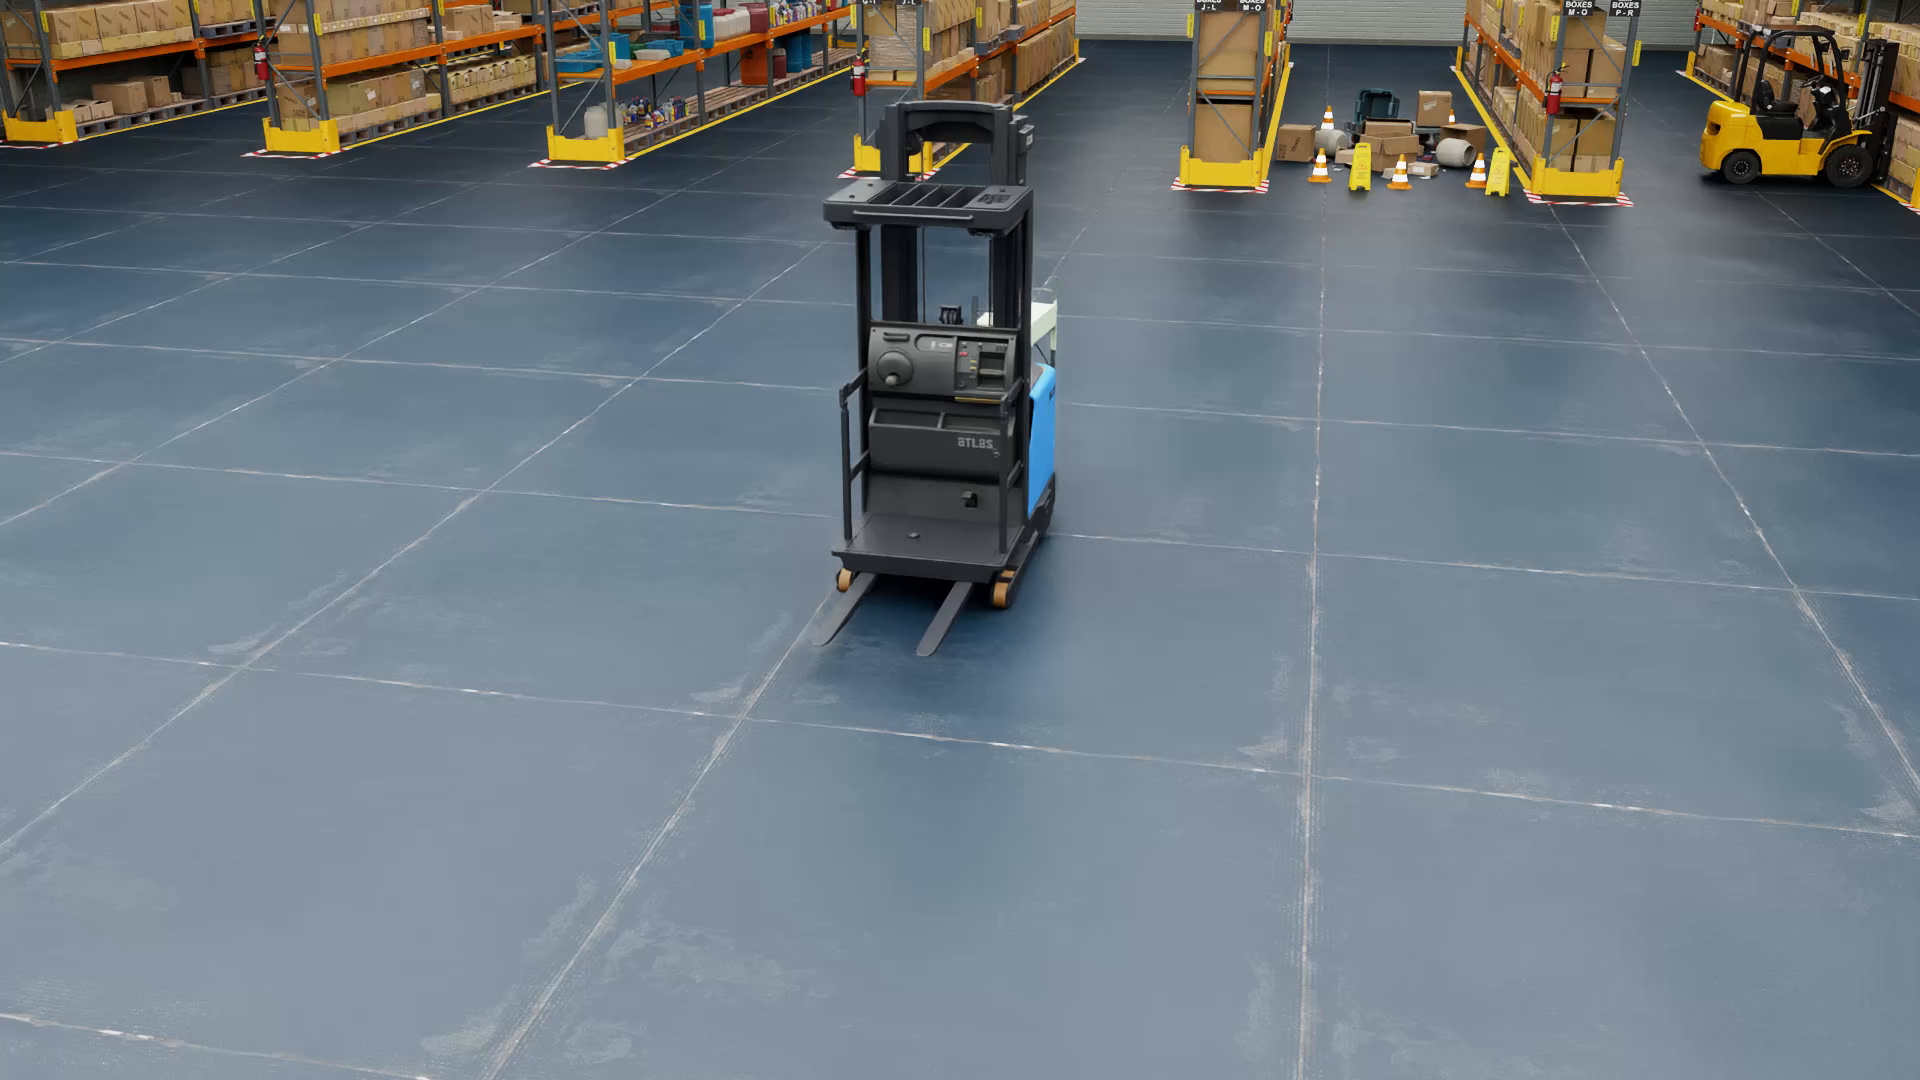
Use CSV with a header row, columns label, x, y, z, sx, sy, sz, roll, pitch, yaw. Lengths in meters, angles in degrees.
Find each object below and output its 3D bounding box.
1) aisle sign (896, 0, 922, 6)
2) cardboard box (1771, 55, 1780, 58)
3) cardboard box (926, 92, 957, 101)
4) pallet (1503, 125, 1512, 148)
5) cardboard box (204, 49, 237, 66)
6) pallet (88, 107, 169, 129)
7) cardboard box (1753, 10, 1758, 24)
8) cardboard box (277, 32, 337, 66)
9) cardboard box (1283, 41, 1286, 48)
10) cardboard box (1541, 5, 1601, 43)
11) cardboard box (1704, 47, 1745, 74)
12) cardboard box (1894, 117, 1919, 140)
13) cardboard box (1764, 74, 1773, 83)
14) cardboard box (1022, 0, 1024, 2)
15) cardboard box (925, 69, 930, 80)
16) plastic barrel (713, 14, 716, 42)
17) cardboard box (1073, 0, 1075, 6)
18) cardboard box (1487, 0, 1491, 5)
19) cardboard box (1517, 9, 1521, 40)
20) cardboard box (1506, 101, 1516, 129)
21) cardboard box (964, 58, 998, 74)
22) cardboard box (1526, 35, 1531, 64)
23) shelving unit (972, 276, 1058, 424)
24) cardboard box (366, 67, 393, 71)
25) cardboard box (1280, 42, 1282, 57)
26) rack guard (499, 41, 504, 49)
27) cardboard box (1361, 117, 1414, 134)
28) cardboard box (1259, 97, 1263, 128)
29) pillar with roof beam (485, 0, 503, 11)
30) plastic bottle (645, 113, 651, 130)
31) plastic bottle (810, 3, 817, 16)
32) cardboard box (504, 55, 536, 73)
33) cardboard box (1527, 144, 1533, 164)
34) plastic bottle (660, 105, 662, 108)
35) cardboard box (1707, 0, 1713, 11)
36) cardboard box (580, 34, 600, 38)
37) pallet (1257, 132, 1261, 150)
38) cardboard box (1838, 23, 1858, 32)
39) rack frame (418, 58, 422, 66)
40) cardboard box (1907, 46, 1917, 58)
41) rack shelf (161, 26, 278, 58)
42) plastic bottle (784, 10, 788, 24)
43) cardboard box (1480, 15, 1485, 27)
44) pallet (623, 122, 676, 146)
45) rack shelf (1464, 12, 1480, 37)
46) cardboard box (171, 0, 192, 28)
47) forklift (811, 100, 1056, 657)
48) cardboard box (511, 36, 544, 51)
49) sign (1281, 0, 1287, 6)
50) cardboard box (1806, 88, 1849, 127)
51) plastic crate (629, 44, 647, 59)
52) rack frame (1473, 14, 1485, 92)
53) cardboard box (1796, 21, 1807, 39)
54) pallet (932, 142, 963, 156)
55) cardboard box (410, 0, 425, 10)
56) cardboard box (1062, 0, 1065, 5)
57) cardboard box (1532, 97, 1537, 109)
label,x,y,z,sx,sy,sz,roll,pitch,yaw
aisle sign,-0.749,-8.182,24.175,0.394,0.787,0.004,4,22,11
cardboard box,16.187,-9.458,32.737,0.380,0.149,0.250,4,22,9
cardboard box,-0.335,-7.377,28.439,0.500,0.500,0.500,4,22,9
pallet,9.645,-6.721,27.758,1.003,0.211,1.213,4,22,11
cardboard box,-14.541,-9.442,32.535,0.500,0.250,0.500,4,22,10
pallet,-15.110,-7.628,30.012,1.003,0.211,1.213,4,22,11
cardboard box,15.321,-9.932,31.616,0.396,0.266,0.258,6,23,14
cardboard box,-10.619,-7.995,27.055,0.700,0.500,0.500,4,22,11
cardboard box,7.174,-11.202,37.610,0.380,0.149,0.250,4,22,10
cardboard box,8.672,-7.303,23.600,0.700,0.500,0.500,5,22,11
cardboard box,16.366,-10.250,35.573,0.700,0.500,0.500,5,23,13
cardboard box,13.512,-5.837,23.612,0.500,0.250,0.500,5,22,12
cardboard box,15.256,-8.395,30.968,0.500,0.500,0.500,5,23,13
cardboard box,0.903,-10.964,33.084,0.797,0.503,0.637,5,22,12
cardboard box,-0.669,-7.081,25.258,0.380,0.149,0.250,4,22,11
plastic barrel,-4.653,-9.259,30.145,0.433,0.535,0.433,0,22,0
cardboard box,2.484,-12.602,38.964,0.380,0.149,0.250,5,22,12
cardboard box,10.567,-10.655,32.322,0.500,0.500,0.500,4,22,10
cardboard box,9.457,-8.476,27.291,0.500,0.500,0.500,5,22,11
cardboard box,9.736,-7.160,28.073,0.950,0.372,0.625,6,23,14
cardboard box,0.397,-8.898,31.185,0.500,0.250,0.500,7,23,17
cardboard box,9.045,-7.589,25.649,0.500,0.500,0.500,4,22,11
shelving unit,0.396,-1.115,12.115,0.431,1.500,0.755,7,23,18
cardboard box,-10.407,-8.179,29.762,0.500,0.500,0.500,4,22,11
cardboard box,6.349,-10.087,34.164,0.500,0.250,0.500,4,22,9
rack guard,-12.308,-12.855,42.604,1.175,0.500,0.348,4,22,11
cardboard box,6.734,-6.349,26.264,0.797,0.637,0.503,4,22,11
cardboard box,4.660,-7.455,28.298,1.050,0.750,0.750,4,22,11
pillar with roof beam,-8.394,-17.514,42.795,9.100,9.000,0.400,4,22,11
plastic bottle,-5.204,-6.977,27.726,0.097,0.271,0.097,0,22,0
plastic bottle,-3.194,-11.562,36.212,0.152,0.276,0.135,4,22,11
cardboard box,-8.961,-9.673,33.725,0.500,0.311,0.500,5,22,12
cardboard box,8.686,-5.691,24.587,0.500,0.250,0.500,5,22,11
plastic bottle,-5.123,-7.359,28.658,0.061,0.283,0.133,4,22,11
cardboard box,16.337,-11.480,35.644,0.500,0.250,0.500,5,22,11
cardboard box,-8.440,-11.442,38.505,0.500,0.500,0.500,4,22,11
pallet,4.389,-6.504,27.220,1.003,0.211,1.213,4,22,11
cardboard box,14.375,-8.220,26.746,0.380,0.149,0.250,4,22,10
rack frame,-13.129,-12.543,38.483,1.000,3.000,0.127,4,22,11
cardboard box,13.566,-6.856,23.359,0.380,0.149,0.250,5,22,11
rack shelf,-14.353,-10.015,33.169,1.077,0.370,4.000,4,22,11
plastic bottle,-3.603,-10.777,34.271,0.097,0.271,0.097,0,22,0
cardboard box,10.772,-10.445,33.473,0.500,0.250,0.500,4,22,10
pallet,-5.487,-6.879,28.151,1.003,0.211,1.213,4,22,11
rack shelf,11.528,-11.053,35.745,1.077,0.370,4.000,4,22,11
cardboard box,-14.555,-9.709,30.615,0.500,0.500,0.500,4,22,11
forklift,-0.159,-1.089,10.135,1.130,2.935,3.031,5,22,12
cardboard box,-9.126,-10.477,35.107,0.500,0.250,0.500,5,23,13
sign,5.981,-10.029,30.689,0.100,0.325,0.005,4,22,11
cardboard box,14.760,-7.196,27.821,0.875,0.625,0.625,4,22,9
plastic crate,-5.616,-8.289,28.204,0.450,0.188,0.662,4,22,11
rack frame,11.120,-10.655,33.795,1.000,3.000,0.127,4,22,11
cardboard box,14.810,-8.836,28.809,0.500,0.250,0.500,4,22,11
pallet,-0.563,-6.495,27.199,1.003,0.211,1.213,4,22,11
cardboard box,-9.995,-9.727,29.619,0.700,0.500,0.500,5,22,11
cardboard box,2.086,-12.182,37.388,0.500,0.250,0.500,4,22,11
cardboard box,8.699,-6.475,24.661,0.380,0.149,0.250,5,23,13
